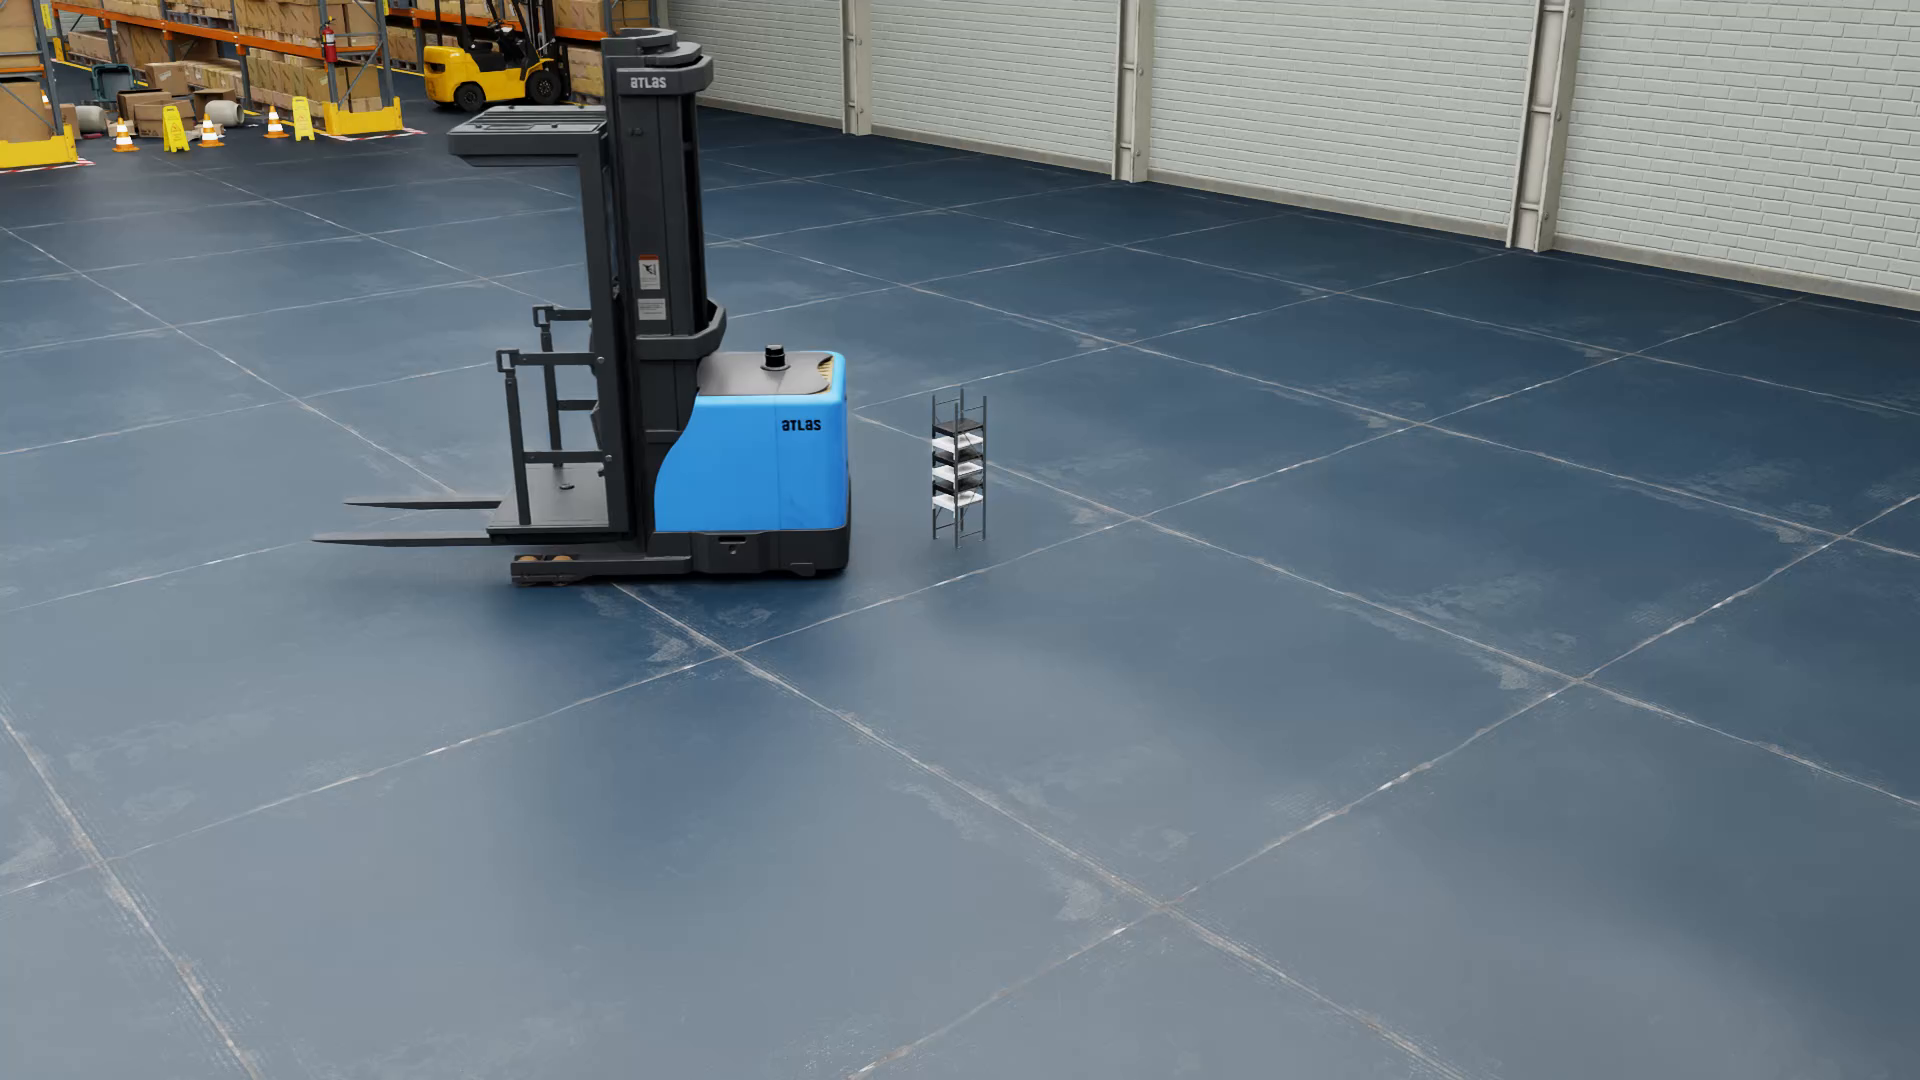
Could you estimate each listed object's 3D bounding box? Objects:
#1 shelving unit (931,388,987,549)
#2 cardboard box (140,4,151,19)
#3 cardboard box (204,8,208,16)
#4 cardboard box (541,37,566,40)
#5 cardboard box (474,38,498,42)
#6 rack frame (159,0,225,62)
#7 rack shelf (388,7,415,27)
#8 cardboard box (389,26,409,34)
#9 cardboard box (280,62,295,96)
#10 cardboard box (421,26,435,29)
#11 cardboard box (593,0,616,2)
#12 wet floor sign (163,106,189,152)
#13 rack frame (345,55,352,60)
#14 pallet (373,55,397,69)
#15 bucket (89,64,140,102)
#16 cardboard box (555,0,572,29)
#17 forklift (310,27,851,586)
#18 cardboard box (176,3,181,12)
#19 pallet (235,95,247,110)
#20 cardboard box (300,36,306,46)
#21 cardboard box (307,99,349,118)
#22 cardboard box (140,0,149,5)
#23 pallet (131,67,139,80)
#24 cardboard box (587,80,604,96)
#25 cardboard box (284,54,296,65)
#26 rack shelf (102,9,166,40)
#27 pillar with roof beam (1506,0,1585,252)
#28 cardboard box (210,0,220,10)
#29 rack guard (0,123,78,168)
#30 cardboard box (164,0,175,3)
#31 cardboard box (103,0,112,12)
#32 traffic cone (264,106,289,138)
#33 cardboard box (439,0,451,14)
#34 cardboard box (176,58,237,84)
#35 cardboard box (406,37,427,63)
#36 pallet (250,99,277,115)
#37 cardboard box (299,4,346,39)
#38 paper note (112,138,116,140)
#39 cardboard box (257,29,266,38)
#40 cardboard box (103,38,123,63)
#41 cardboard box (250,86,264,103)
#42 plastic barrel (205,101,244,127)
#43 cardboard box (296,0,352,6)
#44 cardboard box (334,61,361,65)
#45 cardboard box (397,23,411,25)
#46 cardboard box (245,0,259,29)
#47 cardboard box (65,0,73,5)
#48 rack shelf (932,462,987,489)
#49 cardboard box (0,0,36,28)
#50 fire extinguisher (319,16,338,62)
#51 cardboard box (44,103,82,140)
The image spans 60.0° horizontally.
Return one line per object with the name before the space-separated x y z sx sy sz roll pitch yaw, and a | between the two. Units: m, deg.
shelving unit | -0.005 -0.421 9.826 0.258 0.900 0.210 -17 27 -37
cardboard box | -15.631 -10.318 32.421 0.500 0.250 0.500 -17 27 -37
cardboard box | -13.348 -9.508 29.915 0.380 0.149 0.250 -17 27 -37
cardboard box | -7.922 -9.541 32.055 0.500 0.250 0.500 -17 27 -36
cardboard box | -9.240 -9.698 33.312 0.875 0.625 0.625 -18 28 -38
rack frame | -14.759 -10.173 31.844 1.000 3.000 0.127 -17 27 -37
rack shelf | -12.307 -11.573 36.405 1.077 0.370 4.000 -17 27 -37
cardboard box | -12.157 -11.069 36.094 0.380 0.149 0.250 -18 28 -38
cardboard box | -10.925 -7.671 27.622 0.500 0.500 0.500 -18 28 -39
cardboard box | -11.482 -11.037 36.012 0.380 0.149 0.250 -17 27 -37
cardboard box | -6.218 -9.523 29.158 0.380 0.149 0.250 -17 27 -37
wet floor sign | -11.702 -6.123 24.733 0.232 0.644 0.267 17 27 36
rack frame | -13.612 -12.461 37.685 1.000 3.000 0.127 -17 27 -37
pallet | -12.252 -10.609 36.782 1.003 0.211 1.213 -17 27 -37
bucket | -13.997 -7.556 27.567 0.726 0.611 0.620 -8 13 -19
cardboard box | -6.966 -9.552 30.122 0.500 0.500 0.500 -18 28 -38
forklift | -2.166 -1.302 9.289 3.031 2.935 1.130 -1 21 -2
cardboard box | -14.385 -9.945 31.030 0.380 0.149 0.250 -20 29 -41
pallet | -12.657 -7.984 30.079 1.003 0.211 1.213 -17 27 -37
cardboard box | -10.344 -8.017 26.685 0.380 0.149 0.250 -18 28 -38
cardboard box | -10.284 -7.044 27.049 0.500 0.250 0.500 -18 27 -38
cardboard box | -15.605 -10.550 32.327 0.500 0.250 0.500 -18 28 -39
pallet | -16.809 -9.784 34.675 1.003 0.211 1.213 -17 27 -37
cardboard box | -6.325 -8.115 29.784 0.500 0.250 0.500 -17 27 -37
cardboard box | -10.881 -7.917 27.361 0.380 0.149 0.250 -16 27 -35
rack shelf | -16.065 -10.390 33.386 1.077 0.370 4.000 -17 27 -37
pillar with roof beam | 2.937 -6.348 13.851 9.100 9.000 0.400 -17 27 -37
cardboard box | -12.948 -9.658 29.409 0.500 0.500 0.500 -17 27 -37
rack guard | -13.205 -5.586 23.560 1.175 0.500 0.348 -17 27 -37
cardboard box | -14.641 -10.374 31.237 0.500 0.500 0.500 -18 28 -39
cardboard box | -17.283 -11.024 34.222 0.500 0.250 0.500 -18 28 -39
traffic cone | -10.795 -6.593 26.183 0.336 0.463 0.334 -17 27 -37
cardboard box | -10.231 -10.824 33.712 0.500 0.250 0.500 -19 28 -39
cardboard box | -14.398 -8.986 31.842 0.950 0.372 0.625 -20 29 -41
cardboard box | -11.440 -10.453 35.410 0.500 0.500 0.500 -16 27 -36
pallet | -11.683 -7.592 29.079 1.003 0.211 1.213 -17 27 -37
cardboard box | -10.100 -8.232 26.344 0.500 0.500 0.500 -18 28 -38
paper note | -13.196 -6.259 25.949 0.032 0.001 0.123 -4 22 -10
cardboard box | -11.650 -8.587 28.140 0.380 0.149 0.250 -16 27 -36
cardboard box | -17.699 -10.479 35.564 0.875 0.438 0.875 -18 28 -38
cardboard box | -11.968 -7.756 28.867 0.500 0.250 0.500 -19 28 -40
plastic barrel | -12.032 -6.973 27.207 0.512 0.421 0.421 0 21 -1
cardboard box | -10.036 -8.702 26.173 0.700 0.500 0.500 -18 28 -39
cardboard box | -10.215 -7.665 27.608 0.500 0.500 0.500 -19 28 -39
cardboard box | -12.276 -11.414 36.974 0.380 0.149 0.250 -17 27 -37
cardboard box | -11.727 -8.932 28.130 0.500 0.500 0.500 -18 27 -38
cardboard box | -19.216 -11.951 36.246 0.500 0.500 0.500 -18 27 -38
rack shelf | -0.005 -0.390 9.838 0.258 0.077 0.200 -17 27 -37
cardboard box | -13.434 -7.441 23.182 0.875 0.550 0.550 -17 27 -37
fire extinguisher | -9.812 -7.785 25.854 0.296 0.674 0.183 -17 27 -37
cardboard box | -14.041 -6.514 25.926 0.500 0.500 0.500 -12 25 -28
